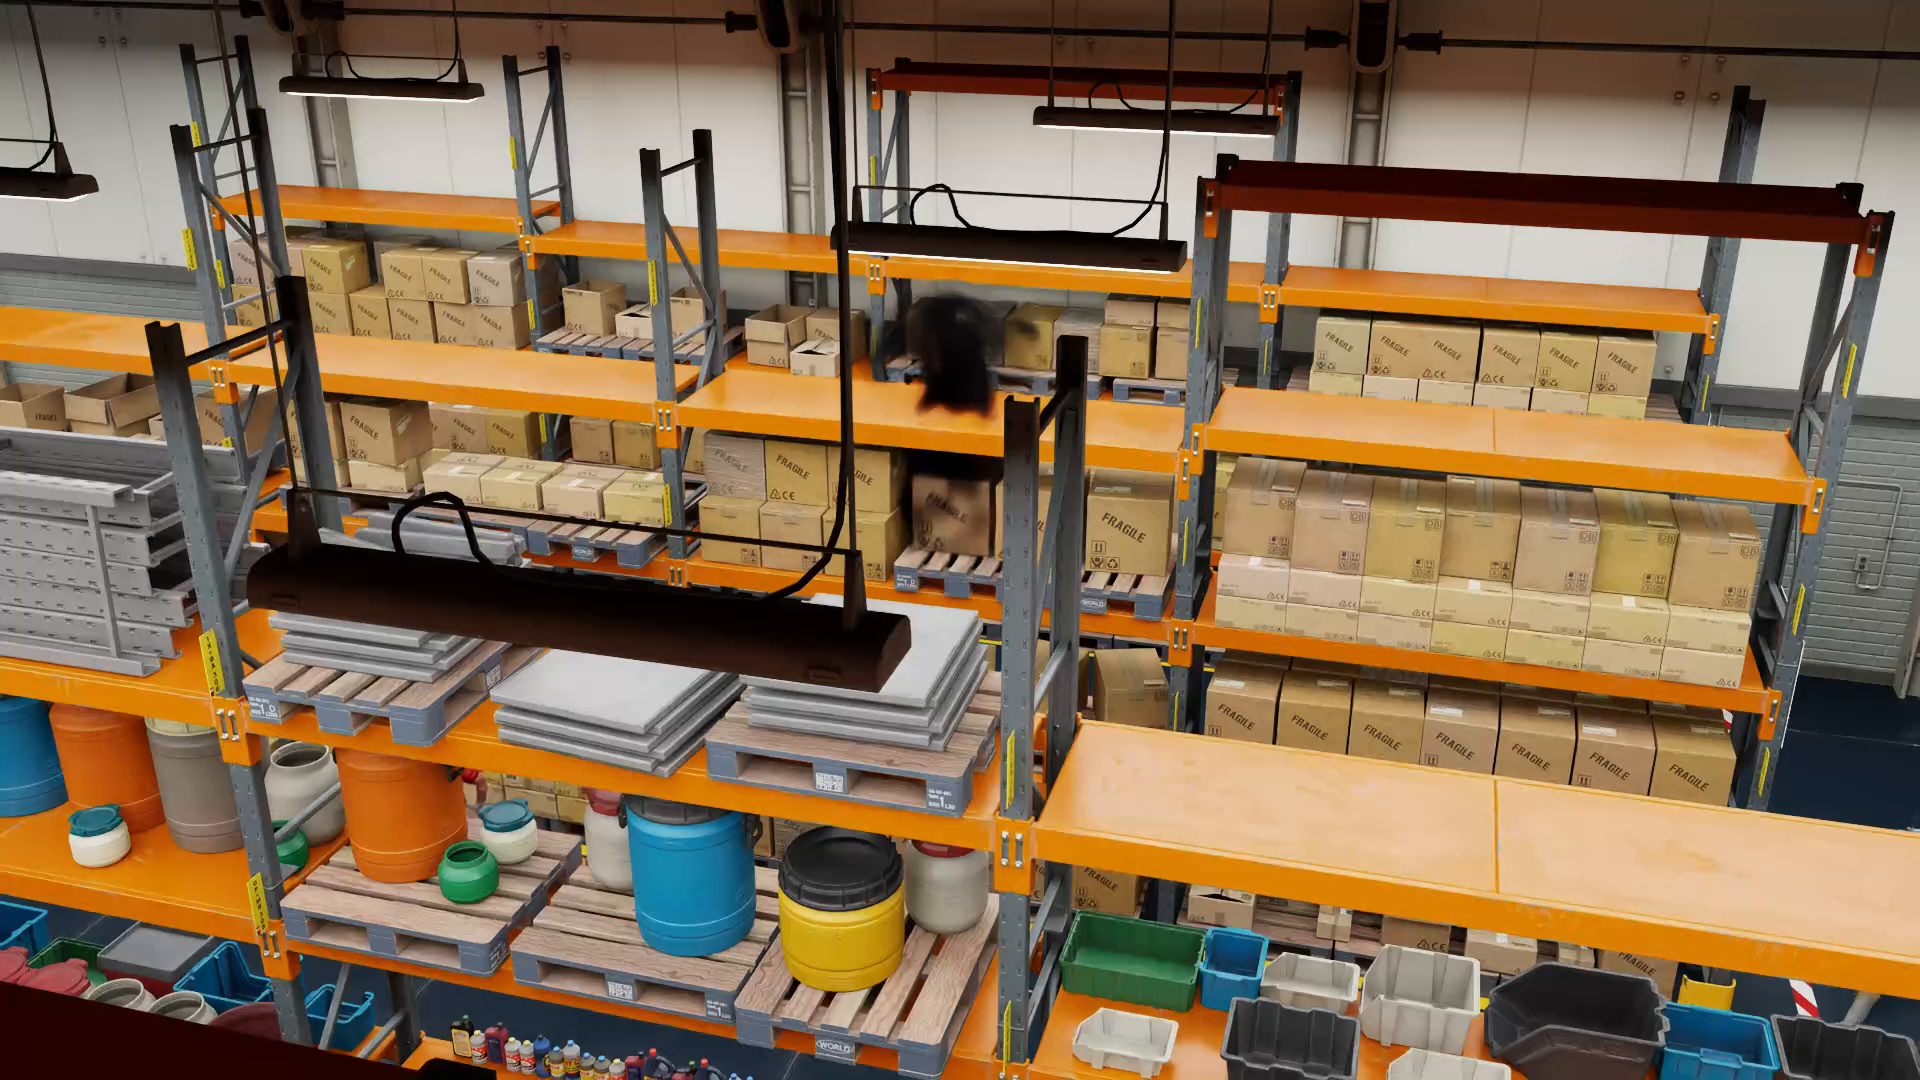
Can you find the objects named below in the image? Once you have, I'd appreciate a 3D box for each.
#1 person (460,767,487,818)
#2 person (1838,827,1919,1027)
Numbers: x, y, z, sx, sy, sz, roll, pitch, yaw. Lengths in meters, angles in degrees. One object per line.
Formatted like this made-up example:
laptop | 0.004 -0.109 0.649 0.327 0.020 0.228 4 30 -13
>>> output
person | -4.005 2.292 13.023 0.845 1.712 0.733 11 25 24
person | 6.675 2.770 11.874 0.968 1.684 0.599 -15 27 -32
